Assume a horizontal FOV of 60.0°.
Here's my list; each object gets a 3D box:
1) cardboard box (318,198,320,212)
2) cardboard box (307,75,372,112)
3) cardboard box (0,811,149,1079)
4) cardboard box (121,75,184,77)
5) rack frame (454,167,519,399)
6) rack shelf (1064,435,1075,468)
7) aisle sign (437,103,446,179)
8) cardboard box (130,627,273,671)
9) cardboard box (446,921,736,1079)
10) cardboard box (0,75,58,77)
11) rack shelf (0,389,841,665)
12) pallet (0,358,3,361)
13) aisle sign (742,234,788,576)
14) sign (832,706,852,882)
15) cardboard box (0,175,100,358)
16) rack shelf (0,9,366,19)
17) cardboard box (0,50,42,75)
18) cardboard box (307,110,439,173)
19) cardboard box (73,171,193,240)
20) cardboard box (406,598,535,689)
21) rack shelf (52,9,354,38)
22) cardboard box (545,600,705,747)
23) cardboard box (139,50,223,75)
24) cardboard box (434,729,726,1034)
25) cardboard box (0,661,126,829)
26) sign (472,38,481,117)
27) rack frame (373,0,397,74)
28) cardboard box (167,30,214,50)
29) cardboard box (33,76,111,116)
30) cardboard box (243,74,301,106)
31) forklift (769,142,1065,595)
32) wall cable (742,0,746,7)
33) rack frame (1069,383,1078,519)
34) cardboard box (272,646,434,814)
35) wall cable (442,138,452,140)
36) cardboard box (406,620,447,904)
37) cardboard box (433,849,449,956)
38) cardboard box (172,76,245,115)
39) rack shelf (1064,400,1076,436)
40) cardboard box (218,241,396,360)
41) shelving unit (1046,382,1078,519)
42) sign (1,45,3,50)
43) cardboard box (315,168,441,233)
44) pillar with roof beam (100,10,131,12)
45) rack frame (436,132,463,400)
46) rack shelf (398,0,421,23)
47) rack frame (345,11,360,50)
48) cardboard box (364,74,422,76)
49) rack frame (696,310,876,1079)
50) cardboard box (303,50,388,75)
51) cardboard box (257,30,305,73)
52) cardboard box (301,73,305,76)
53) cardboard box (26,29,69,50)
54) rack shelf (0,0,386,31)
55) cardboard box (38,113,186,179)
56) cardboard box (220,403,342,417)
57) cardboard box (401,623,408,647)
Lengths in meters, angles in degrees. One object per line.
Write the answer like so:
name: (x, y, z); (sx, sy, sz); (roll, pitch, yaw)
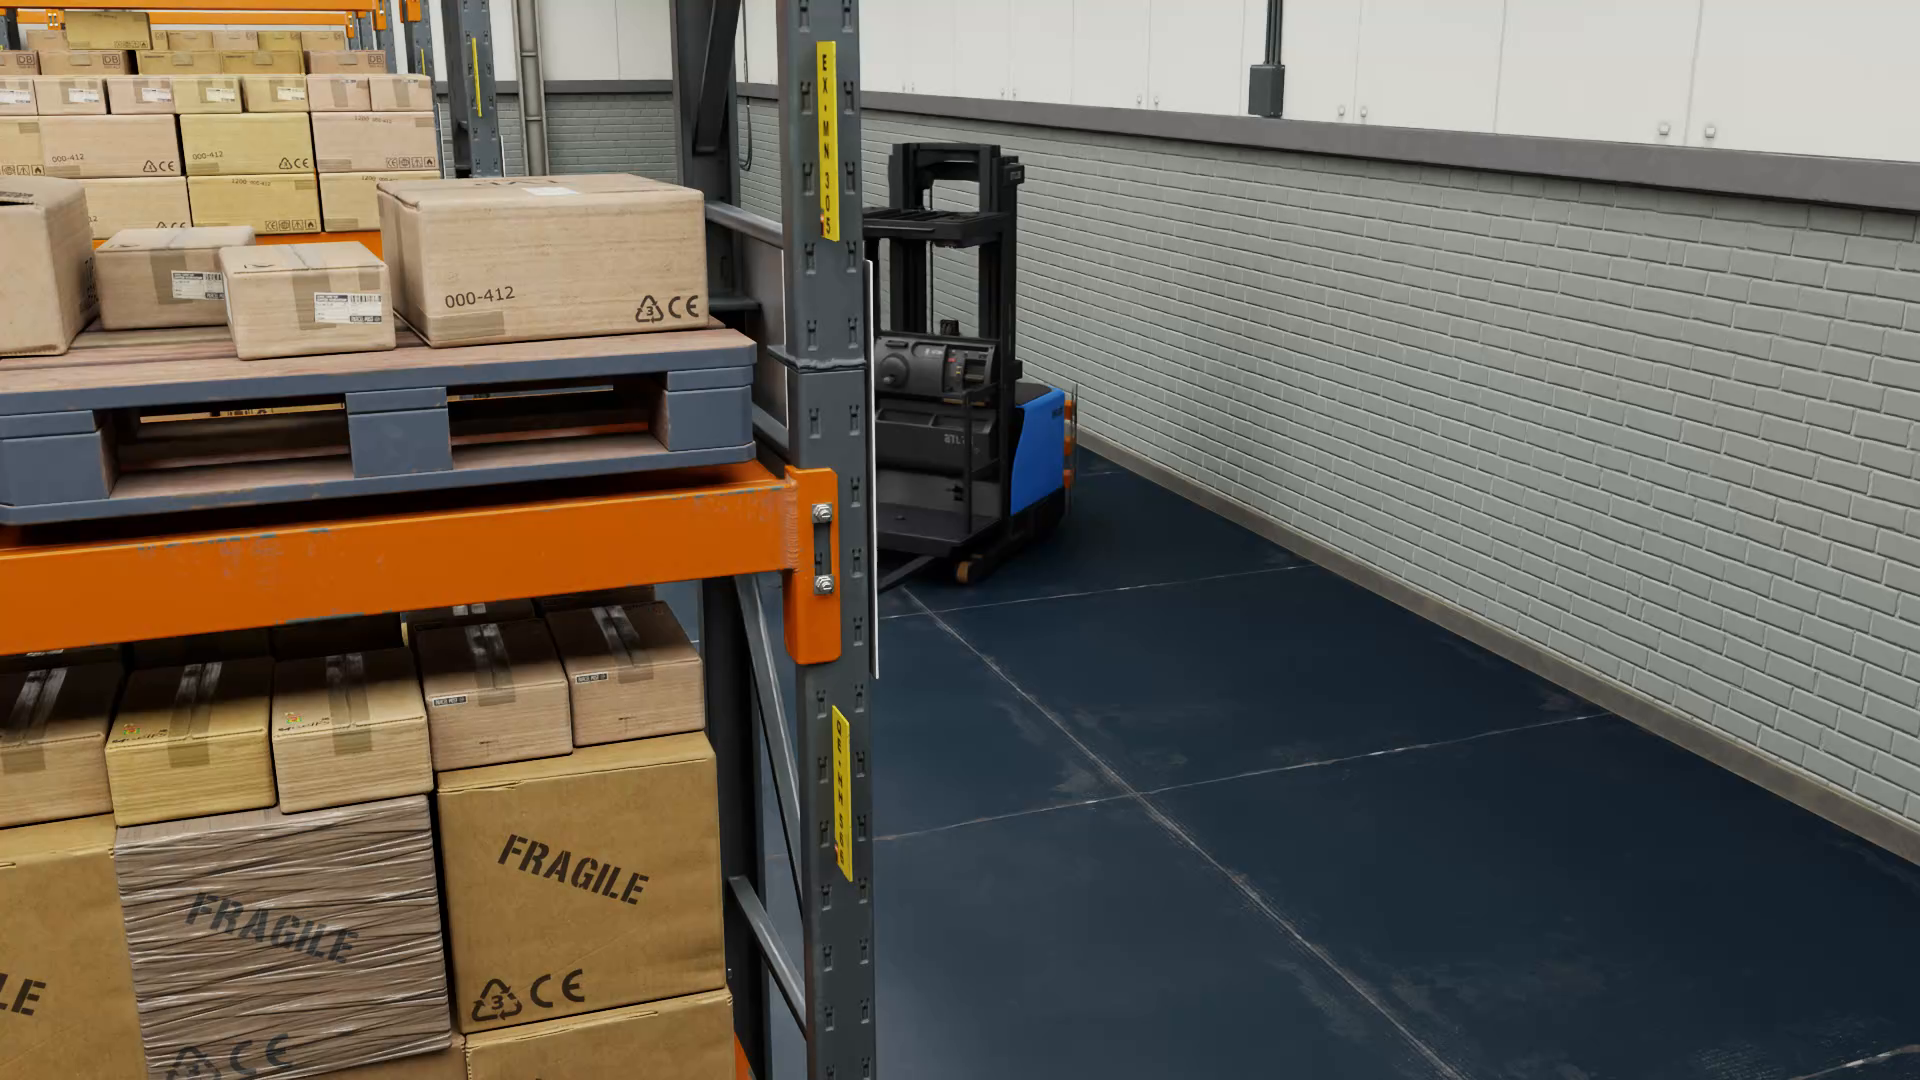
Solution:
cardboard box: (-8.297, -4.085, 21.009); (0.500, 0.500, 0.500); (-6, 17, -20)
cardboard box: (-2.734, -1.968, 7.325); (0.250, 0.149, 0.380); (-6, 17, -19)
cardboard box: (-1.711, 0.700, 2.939); (0.500, 0.500, 0.500); (-6, 17, -20)
cardboard box: (-3.609, -2.004, 7.446); (0.250, 0.149, 0.380); (-6, 17, -18)
rack frame: (-2.271, -0.285, 8.246); (0.127, 3.000, 1.000); (-6, 17, -20)
rack shelf: (0.777, -0.697, 13.146); (0.240, 0.259, 0.215); (4, 17, 14)
aisle sign: (-3.777, -2.776, 12.114); (0.004, 0.787, 0.394); (-6, 17, -20)
cardboard box: (-1.579, 0.203, 3.479); (0.250, 0.149, 0.380); (-7, 18, -22)
cardboard box: (-0.761, 1.077, 3.429); (0.500, 0.500, 0.500); (-6, 17, -20)
cardboard box: (-4.116, -1.962, 7.304); (0.250, 0.149, 0.380); (-6, 17, -18)
rack shelf: (-2.273, 0.114, 2.838); (4.000, 0.370, 1.077); (-6, 17, -20)
pallet: (-2.236, -0.188, 2.749); (1.213, 0.211, 1.003); (-6, 17, -20)
aisle sign: (-0.442, -0.324, 3.764); (0.004, 0.787, 0.394); (-6, 17, -20)
sign: (-0.225, 0.482, 3.158); (0.005, 0.325, 0.100); (-6, 17, -20)
cardboard box: (-1.821, -0.501, 2.893); (0.500, 0.311, 0.500); (-6, 17, -19)
rack shelf: (-9.361, -6.537, 20.172); (4.000, 0.370, 1.077); (-6, 17, -20)
cardboard box: (-6.474, -3.082, 11.345); (0.500, 0.500, 0.700); (-5, 17, -17)
cardboard box: (-2.610, -1.779, 7.388); (0.500, 0.250, 0.500); (-7, 18, -22)
cardboard box: (-3.543, -1.437, 7.111); (0.500, 0.250, 0.500); (-5, 17, -18)
cardboard box: (-1.056, 0.176, 3.572); (0.250, 0.149, 0.380); (-6, 17, -19)
rack shelf: (-11.137, -7.650, 24.664); (4.000, 0.370, 1.077); (-6, 17, -20)
cardboard box: (-0.669, 0.257, 3.297); (0.250, 0.149, 0.380); (-6, 17, -19)
cardboard box: (-5.452, -3.181, 11.682); (0.500, 0.500, 0.700); (-7, 18, -24)
cardboard box: (-0.771, 0.590, 3.312); (0.500, 0.500, 0.500); (-6, 17, -18)
cardboard box: (-1.628, 0.359, 2.948); (0.250, 0.149, 0.380); (-6, 18, -21)
sign: (-2.091, -2.001, 7.195); (0.005, 0.325, 0.100); (-6, 17, -20)
rack frame: (-5.724, -5.782, 16.317); (0.127, 3.000, 1.000); (-6, 17, -20)
cardboard box: (-9.393, -5.986, 20.382); (0.500, 0.500, 0.700); (-6, 17, -20)
cardboard box: (-3.684, -1.852, 6.929); (0.250, 0.149, 0.380); (-6, 17, -19)
cardboard box: (-3.179, -2.082, 7.712); (0.250, 0.149, 0.380); (-6, 17, -20)
forklift: (-0.278, -1.234, 11.598); (1.130, 2.935, 3.031); (8, 18, 25)
wall cable: (-2.892, -9.086, 24.117); (0.112, 2.526, 3.097); (-6, 17, -20)
rack frame: (0.895, -0.699, 13.113); (0.008, 1.050, 0.200); (4, 17, 14)
cardboard box: (-1.109, 0.337, 3.024); (0.250, 0.149, 0.380); (-6, 18, -21)
wall cable: (-8.412, -6.376, 27.183); (1.851, 1.984, 0.084); (-6, 17, -20)
cardboard box: (-0.956, 0.453, 3.781); (0.500, 0.500, 0.500); (-7, 18, -21)
cardboard box: (-0.957, 0.932, 3.924); (0.500, 0.500, 0.500); (-6, 18, -21)
cardboard box: (-3.189, -1.893, 7.067); (0.250, 0.149, 0.380); (-6, 17, -19)
rack shelf: (0.776, -0.969, 13.066); (0.240, 0.259, 0.215); (4, 17, 14)
cardboard box: (-1.157, -0.429, 2.935); (0.250, 0.149, 0.380); (-8, 18, -24)
shelving unit: (0.777, -0.707, 13.143); (0.252, 1.050, 0.215); (4, 17, 14)
sign: (-11.026, -5.535, 19.181); (0.005, 0.325, 0.100); (-6, 17, -20)
cardboard box: (-2.601, -1.537, 7.451); (0.500, 0.250, 0.500); (-7, 18, -21)
pillar with roof beam: (-11.120, -7.151, 20.978); (0.400, 9.000, 9.100); (-6, 17, -20)
rack frame: (-3.952, -1.601, 12.725); (0.127, 3.000, 1.000); (-6, 17, -20)
rack shelf: (-5.819, -3.740, 11.351); (4.000, 0.370, 1.077); (-6, 17, -20)
rack frame: (-9.269, -8.389, 25.193); (0.127, 3.000, 1.000); (-6, 17, -20)
cardboard box: (-2.655, -2.111, 7.811); (0.250, 0.149, 0.380); (-6, 18, -21)
rack frame: (-0.406, 1.007, 3.846); (0.127, 3.000, 1.000); (-6, 17, -20)
cardboard box: (-4.418, -3.271, 11.988); (0.500, 0.500, 0.700); (-7, 18, -23)
cardboard box: (-8.464, -6.090, 20.737); (0.500, 0.500, 0.700); (-6, 17, -20)
cardboard box: (-8.348, -5.645, 20.553); (0.500, 0.250, 0.500); (-6, 17, -20)
cardboard box: (-10.788, -5.830, 19.852); (0.500, 0.500, 0.700); (-6, 17, -20)
rack shelf: (-7.592, -5.043, 15.788); (4.000, 0.370, 1.077); (-6, 17, -20)
cardboard box: (-3.567, -1.676, 7.038); (0.500, 0.250, 0.500); (-6, 17, -19)
cardboard box: (-3.083, -0.793, 7.495); (0.500, 0.500, 0.500); (-7, 18, -22)
cardboard box: (-2.882, 0.559, 8.629); (0.250, 0.149, 0.380); (-7, 18, -23)
